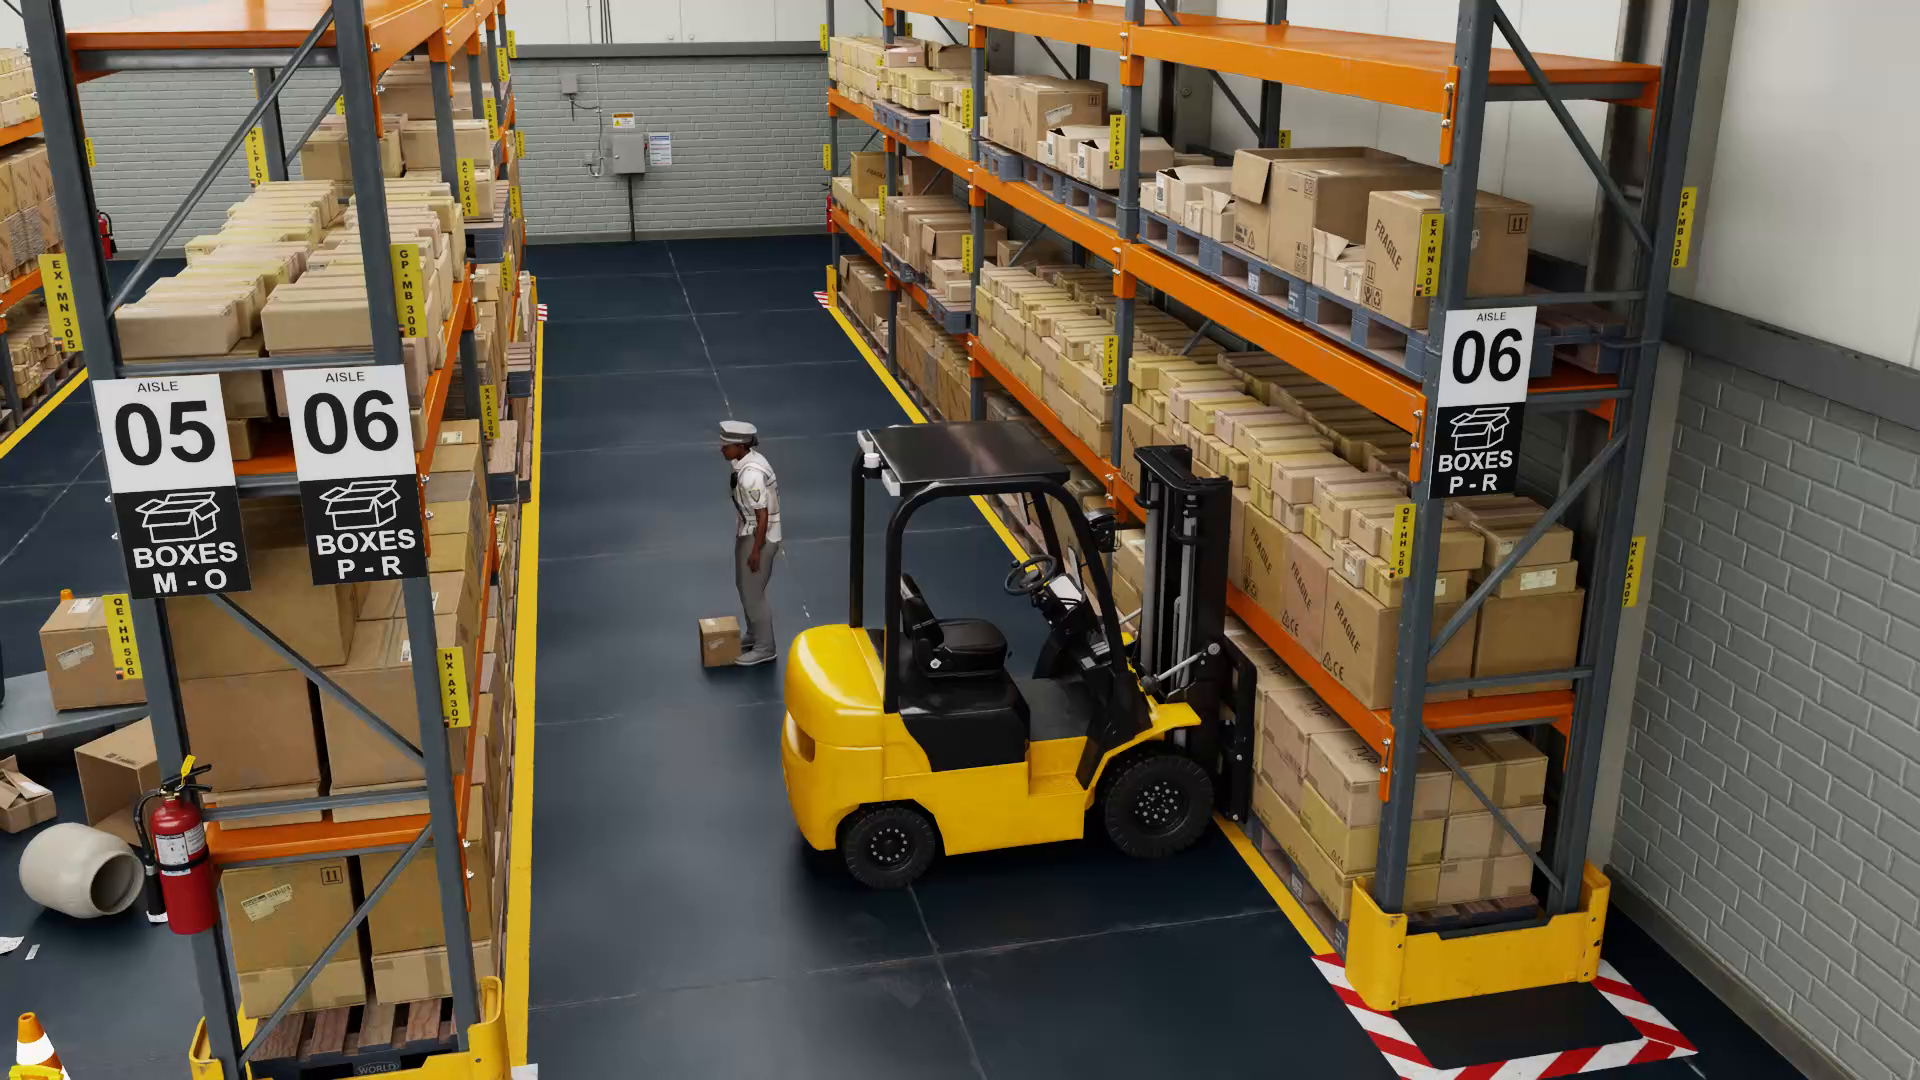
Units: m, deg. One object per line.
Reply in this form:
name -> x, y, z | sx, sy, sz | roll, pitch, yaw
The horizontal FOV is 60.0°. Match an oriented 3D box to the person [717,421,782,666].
person -> -1.393, 0.002, 11.063 | 0.397, 1.661, 0.531 | -6, 21, -16
